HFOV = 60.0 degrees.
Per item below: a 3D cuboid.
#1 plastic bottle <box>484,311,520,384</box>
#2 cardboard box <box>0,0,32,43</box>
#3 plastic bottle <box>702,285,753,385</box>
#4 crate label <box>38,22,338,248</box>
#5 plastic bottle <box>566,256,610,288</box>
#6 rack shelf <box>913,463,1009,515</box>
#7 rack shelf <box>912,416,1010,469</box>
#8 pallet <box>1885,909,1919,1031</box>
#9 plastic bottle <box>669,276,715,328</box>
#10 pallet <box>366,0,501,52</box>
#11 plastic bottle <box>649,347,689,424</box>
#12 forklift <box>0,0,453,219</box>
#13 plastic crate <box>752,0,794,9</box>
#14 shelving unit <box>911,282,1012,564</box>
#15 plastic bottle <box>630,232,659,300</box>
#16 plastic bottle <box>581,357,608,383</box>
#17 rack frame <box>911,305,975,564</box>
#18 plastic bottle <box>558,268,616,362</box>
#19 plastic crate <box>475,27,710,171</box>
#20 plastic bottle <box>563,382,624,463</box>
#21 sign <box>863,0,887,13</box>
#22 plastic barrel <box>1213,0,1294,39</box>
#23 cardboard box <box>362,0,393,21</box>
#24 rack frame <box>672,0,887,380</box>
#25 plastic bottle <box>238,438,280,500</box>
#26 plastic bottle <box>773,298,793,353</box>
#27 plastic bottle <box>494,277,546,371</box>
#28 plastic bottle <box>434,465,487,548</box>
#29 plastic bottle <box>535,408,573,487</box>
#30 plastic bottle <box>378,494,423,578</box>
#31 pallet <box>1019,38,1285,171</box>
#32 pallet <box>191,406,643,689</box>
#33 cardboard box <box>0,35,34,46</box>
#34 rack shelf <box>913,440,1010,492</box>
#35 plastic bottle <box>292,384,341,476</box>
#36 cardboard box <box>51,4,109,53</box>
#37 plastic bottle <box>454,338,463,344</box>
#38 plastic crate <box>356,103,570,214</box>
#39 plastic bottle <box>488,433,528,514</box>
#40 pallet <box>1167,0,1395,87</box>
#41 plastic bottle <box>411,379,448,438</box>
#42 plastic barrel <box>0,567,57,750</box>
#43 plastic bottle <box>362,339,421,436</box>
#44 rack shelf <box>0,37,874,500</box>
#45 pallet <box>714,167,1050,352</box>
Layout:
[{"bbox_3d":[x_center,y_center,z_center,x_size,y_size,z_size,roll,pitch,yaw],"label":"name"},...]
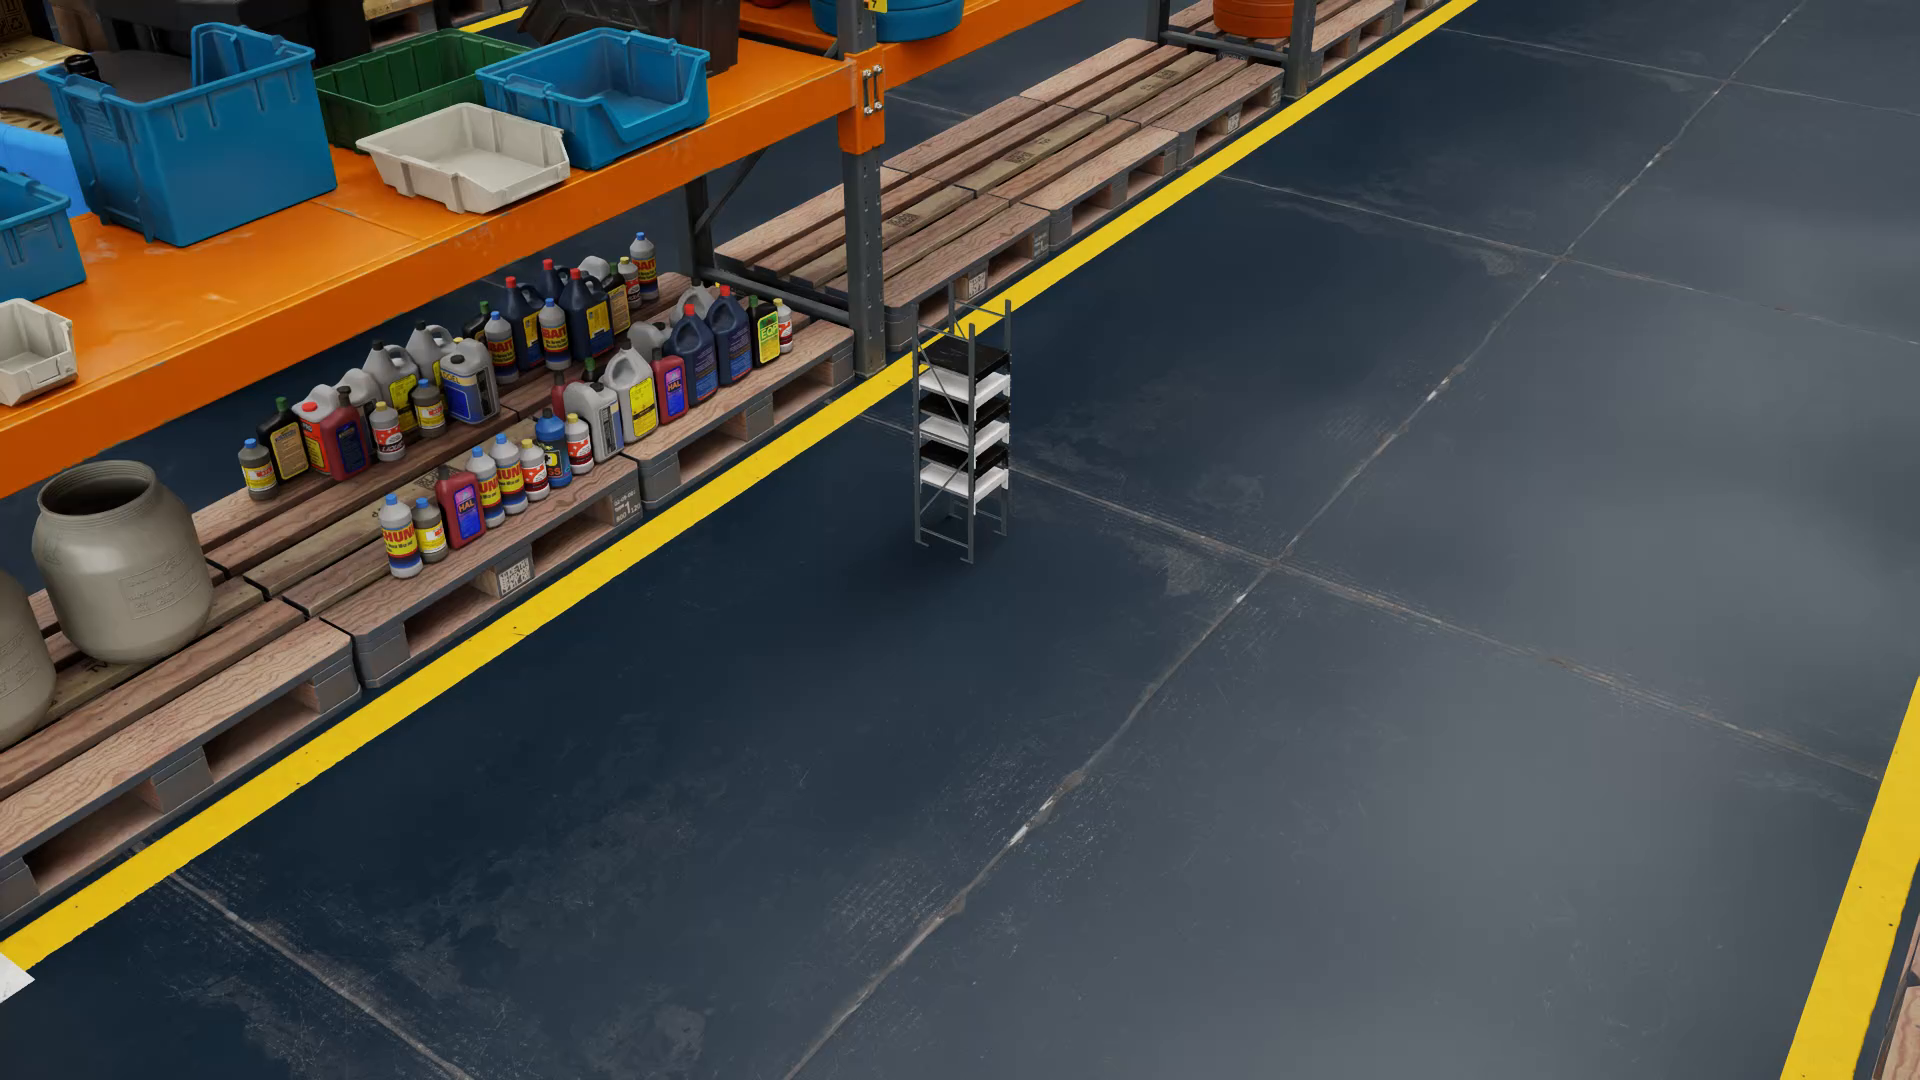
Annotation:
[{"bbox_3d":[-1.707,-0.722,6.182,0.097,0.271,0.097,0,34,0],"label":"plastic bottle"},{"bbox_3d":[-5.334,-2.891,8.758,0.500,0.500,0.500,21,39,28],"label":"cardboard box"},{"bbox_3d":[-0.876,-0.772,6.185,0.144,0.351,0.185,20,39,27],"label":"plastic bottle"},{"bbox_3d":[-2.199,-1.182,4.789,0.502,0.435,0.616,21,39,28],"label":"crate label"},{"bbox_3d":[-1.449,-0.965,6.538,0.152,0.276,0.135,23,40,30],"label":"plastic bottle"},{"bbox_3d":[0.005,-0.200,5.623,0.258,0.077,0.200,21,39,28],"label":"rack shelf"},{"bbox_3d":[0.005,-0.349,5.522,0.258,0.077,0.200,21,39,28],"label":"rack shelf"},{"bbox_3d":[2.970,0.982,4.109,1.003,0.211,1.213,21,39,28],"label":"pallet"},{"bbox_3d":[-0.994,-0.818,6.253,0.144,0.351,0.185,21,39,28],"label":"plastic bottle"},{"bbox_3d":[-3.730,-3.419,10.617,1.003,0.211,1.213,21,39,28],"label":"pallet"},{"bbox_3d":[-1.044,-0.567,5.943,0.061,0.283,0.133,24,41,31],"label":"plastic bottle"},{"bbox_3d":[-2.773,-2.551,6.906,1.130,2.935,3.031,17,38,23],"label":"forklift"},{"bbox_3d":[-0.721,-2.422,6.597,0.402,0.464,0.583,21,39,28],"label":"plastic crate"},{"bbox_3d":[0.005,-0.376,5.503,0.258,0.900,0.210,21,39,28],"label":"shelving unit"},{"bbox_3d":[-1.287,-1.120,6.772,0.097,0.271,0.097,0,34,0],"label":"plastic bottle"},{"bbox_3d":[-1.268,-0.528,5.885,0.061,0.283,0.133,21,39,28],"label":"plastic bottle"},{"bbox_3d":[-0.053,-0.330,5.434,0.240,0.900,0.006,21,39,28],"label":"rack frame"},{"bbox_3d":[-1.428,-0.875,6.338,0.144,0.351,0.185,21,39,28],"label":"plastic bottle"},{"bbox_3d":[-1.153,-1.417,5.301,0.499,0.251,0.616,21,39,28],"label":"plastic crate"},{"bbox_3d":[-1.265,-0.430,5.747,0.152,0.276,0.135,22,40,29],"label":"plastic bottle"},{"bbox_3d":[-0.300,-2.009,5.796,0.100,0.325,0.005,21,39,28],"label":"sign"},{"bbox_3d":[1.800,-3.421,9.694,0.600,0.830,0.708,21,39,28],"label":"plastic barrel"},{"bbox_3d":[-3.793,-3.274,9.994,0.500,0.250,0.500,20,39,27],"label":"cardboard box"},{"bbox_3d":[-0.745,-2.075,6.141,1.000,3.000,0.127,21,39,28],"label":"rack frame"},{"bbox_3d":[-2.339,-0.242,5.536,0.097,0.201,0.097,0,34,0],"label":"plastic bottle"},{"bbox_3d":[-0.696,-0.832,6.407,0.097,0.201,0.097,0,34,0],"label":"plastic bottle"},{"bbox_3d":[-1.654,-0.834,6.278,0.144,0.351,0.185,20,39,26],"label":"plastic bottle"},{"bbox_3d":[-1.592,-0.124,5.288,0.061,0.283,0.133,22,40,29],"label":"plastic bottle"},{"bbox_3d":[-1.368,-0.318,5.586,0.097,0.271,0.097,0,34,0],"label":"plastic bottle"},{"bbox_3d":[-1.736,-0.021,5.146,0.097,0.271,0.097,0,34,0],"label":"plastic bottle"},{"bbox_3d":[1.062,-2.417,9.135,1.003,0.211,1.213,21,39,28],"label":"pallet"},{"bbox_3d":[-1.858,-0.060,5.651,1.003,0.211,1.213,21,39,28],"label":"pallet"},{"bbox_3d":[-5.326,-2.577,8.963,0.500,0.250,0.500,21,39,28],"label":"cardboard box"},{"bbox_3d":[0.005,-0.274,5.573,0.258,0.077,0.200,21,39,28],"label":"rack shelf"},{"bbox_3d":[-2.173,-0.381,5.674,0.152,0.276,0.135,22,40,29],"label":"plastic bottle"},{"bbox_3d":[-4.814,-2.977,9.555,0.500,0.250,0.500,21,39,28],"label":"cardboard box"},{"bbox_3d":[-1.835,-0.650,6.138,0.097,0.201,0.097,0,34,0],"label":"plastic bottle"},{"bbox_3d":[-1.463,-1.138,4.990,0.530,0.136,0.437,21,39,28],"label":"plastic crate"},{"bbox_3d":[-1.484,-0.225,5.448,0.097,0.271,0.097,0,34,0],"label":"plastic bottle"},{"bbox_3d":[1.951,-3.137,10.200,1.003,0.211,1.213,21,39,28],"label":"pallet"},{"bbox_3d":[-1.879,-0.473,5.877,0.097,0.201,0.097,0,34,0],"label":"plastic bottle"},{"bbox_3d":[-2.714,0.295,4.482,0.421,0.512,0.421,0,34,0],"label":"plastic barrel"},{"bbox_3d":[-2.003,-0.553,5.862,0.144,0.351,0.185,23,40,30],"label":"plastic bottle"},{"bbox_3d":[-1.886,-0.857,4.981,1.077,0.370,4.000,21,39,28],"label":"rack shelf"},{"bbox_3d":[-0.330,-1.294,7.475,1.003,0.211,1.213,21,39,28],"label":"pallet"}]
